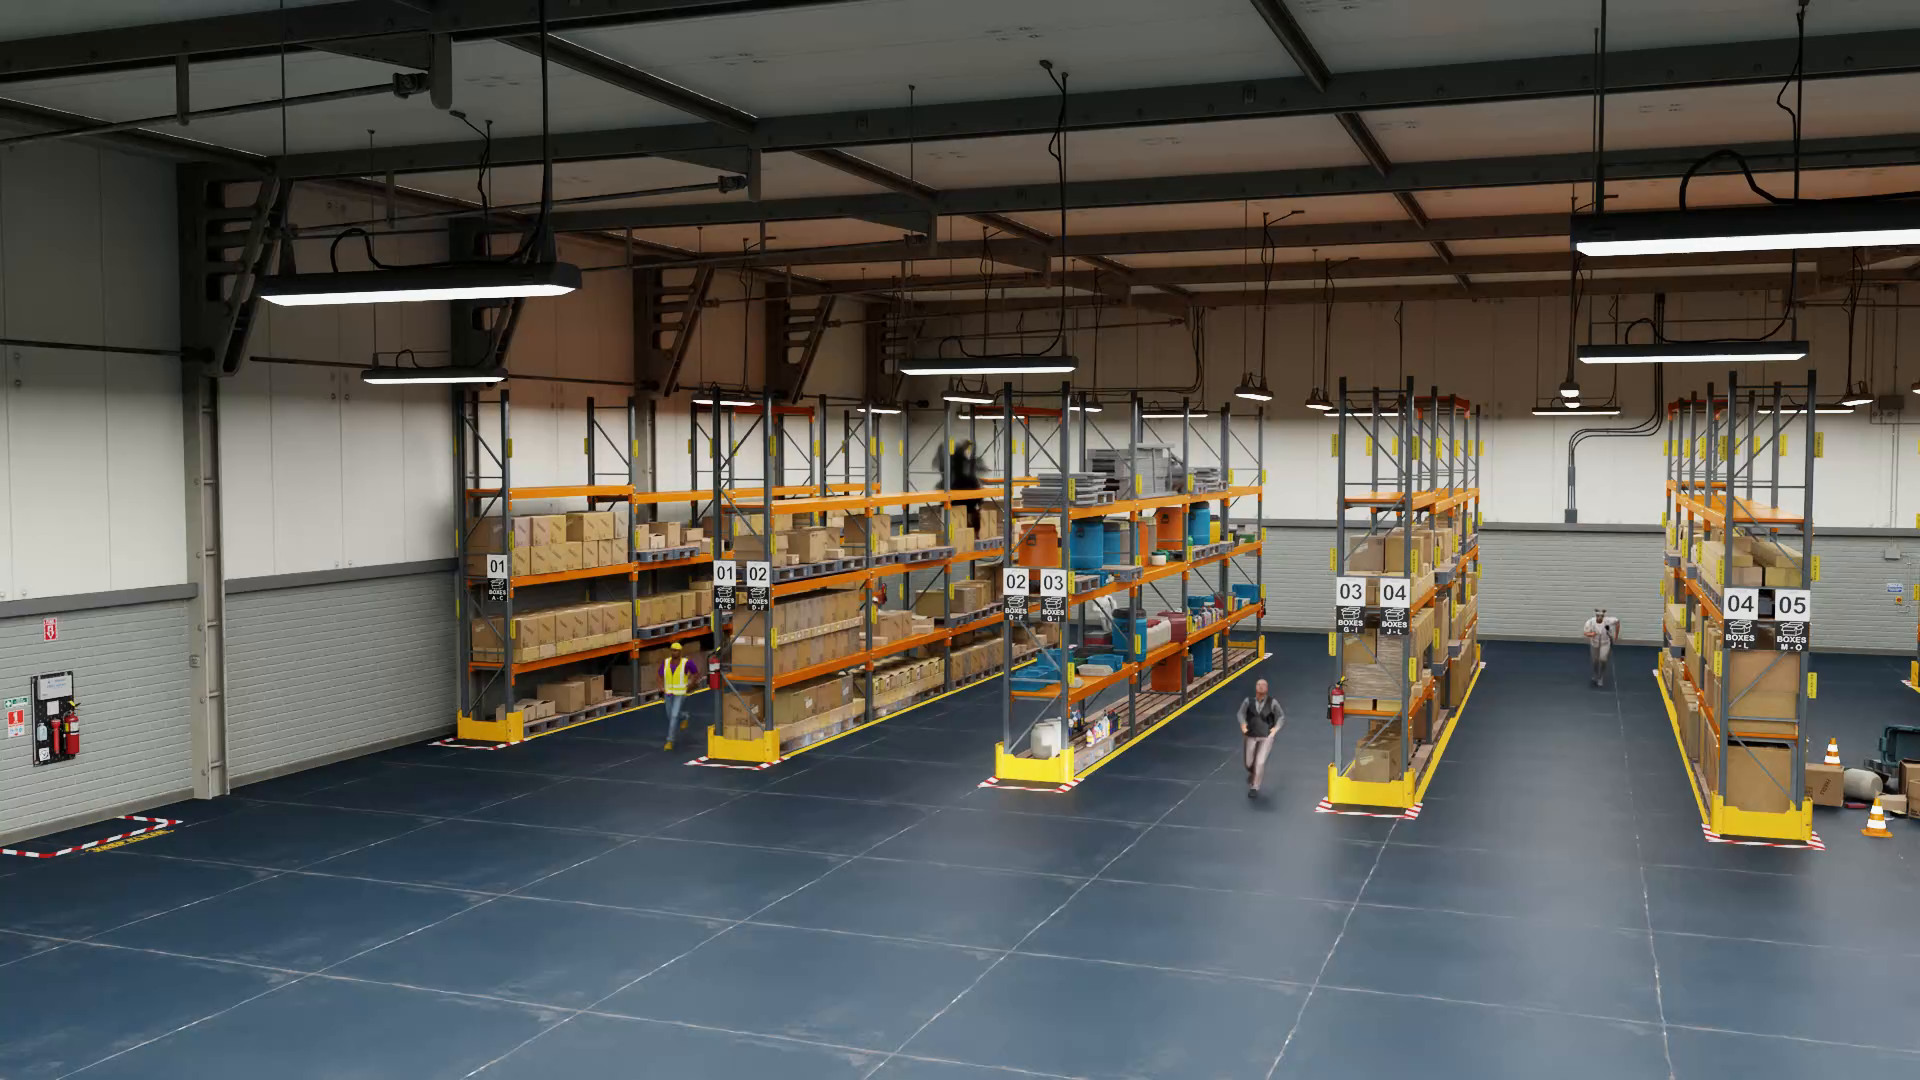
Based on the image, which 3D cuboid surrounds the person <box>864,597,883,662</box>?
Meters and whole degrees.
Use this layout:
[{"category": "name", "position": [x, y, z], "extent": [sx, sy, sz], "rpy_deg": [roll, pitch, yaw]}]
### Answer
[{"category": "person", "position": [-1.849, 2.136, 35.882], "extent": [0.649, 1.838, 0.738], "rpy_deg": [1, 3, 16]}]

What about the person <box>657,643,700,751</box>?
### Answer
[{"category": "person", "position": [-4.792, 2.604, 28.042], "extent": [0.671, 1.757, 1.098], "rpy_deg": [1, 3, 18]}]

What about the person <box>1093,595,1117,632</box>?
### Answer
[{"category": "person", "position": [3.611, 1.903, 41.180], "extent": [0.635, 1.617, 0.594], "rpy_deg": [0, 3, 0]}]

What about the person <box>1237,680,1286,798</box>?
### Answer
[{"category": "person", "position": [4.350, 2.859, 24.072], "extent": [0.701, 1.659, 0.730], "rpy_deg": [1, 3, 15]}]

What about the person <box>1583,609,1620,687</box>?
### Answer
[{"category": "person", "position": [13.559, 2.271, 35.157], "extent": [0.700, 1.705, 1.012], "rpy_deg": [1, 3, 24]}]
